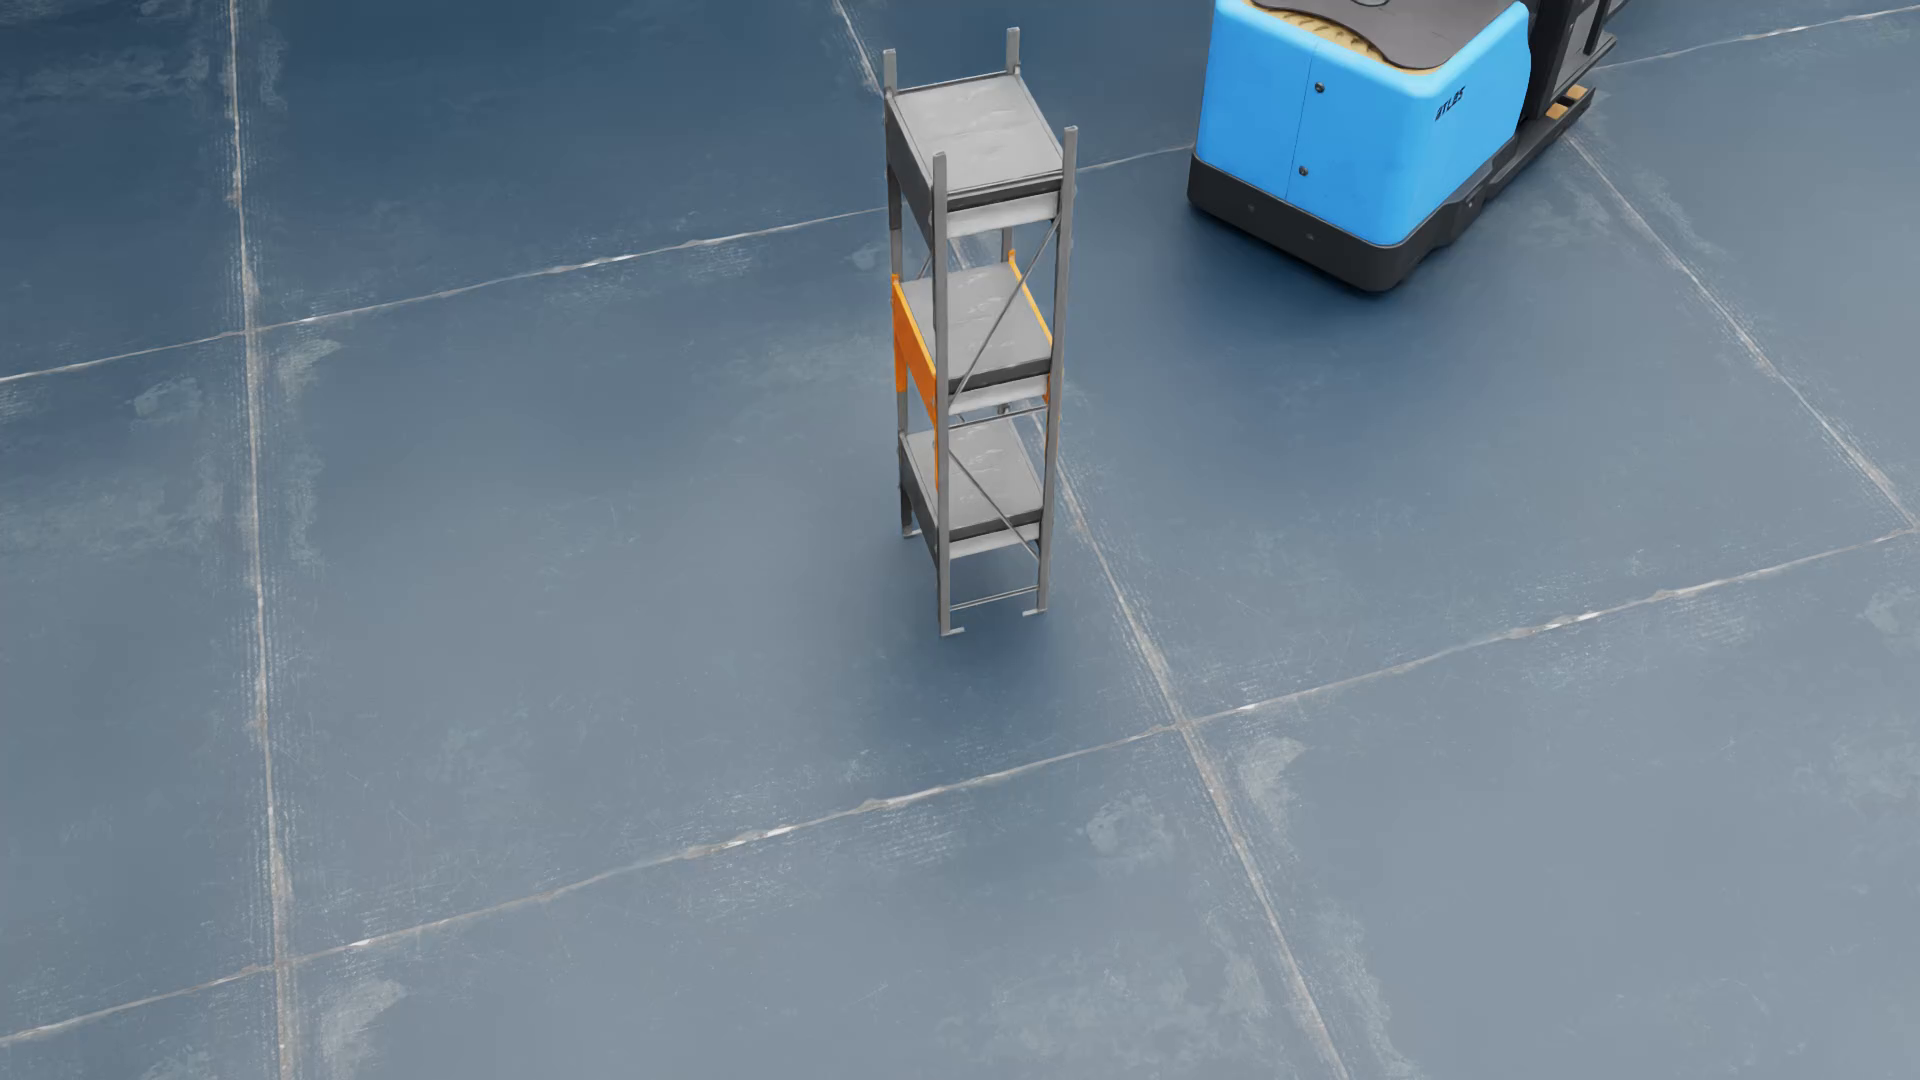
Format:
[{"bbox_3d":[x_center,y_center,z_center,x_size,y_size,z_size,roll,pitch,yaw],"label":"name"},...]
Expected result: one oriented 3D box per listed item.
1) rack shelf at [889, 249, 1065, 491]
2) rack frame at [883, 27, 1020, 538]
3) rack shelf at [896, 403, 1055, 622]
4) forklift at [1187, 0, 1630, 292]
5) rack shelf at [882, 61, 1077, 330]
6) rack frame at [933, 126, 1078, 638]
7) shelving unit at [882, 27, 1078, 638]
[{"bbox_3d":[0.049,-0.547,5.356,0.431,0.518,0.480,-13,51,-11],"label":"rack shelf"},{"bbox_3d":[-0.023,-0.734,5.496,0.400,2.100,0.015,-13,51,-11],"label":"rack frame"},{"bbox_3d":[0.049,-0.096,5.891,0.431,0.518,0.480,-13,51,-11],"label":"rack shelf"},{"bbox_3d":[2.356,-3.056,6.910,1.130,2.935,3.031,33,57,25],"label":"forklift"},{"bbox_3d":[0.049,-0.998,4.821,0.431,0.518,0.480,-13,51,-11],"label":"rack shelf"},{"bbox_3d":[0.121,-0.378,5.195,0.400,2.100,0.015,-13,51,-11],"label":"rack frame"},{"bbox_3d":[0.049,-0.556,5.345,0.431,2.100,0.503,-13,51,-11],"label":"shelving unit"}]
